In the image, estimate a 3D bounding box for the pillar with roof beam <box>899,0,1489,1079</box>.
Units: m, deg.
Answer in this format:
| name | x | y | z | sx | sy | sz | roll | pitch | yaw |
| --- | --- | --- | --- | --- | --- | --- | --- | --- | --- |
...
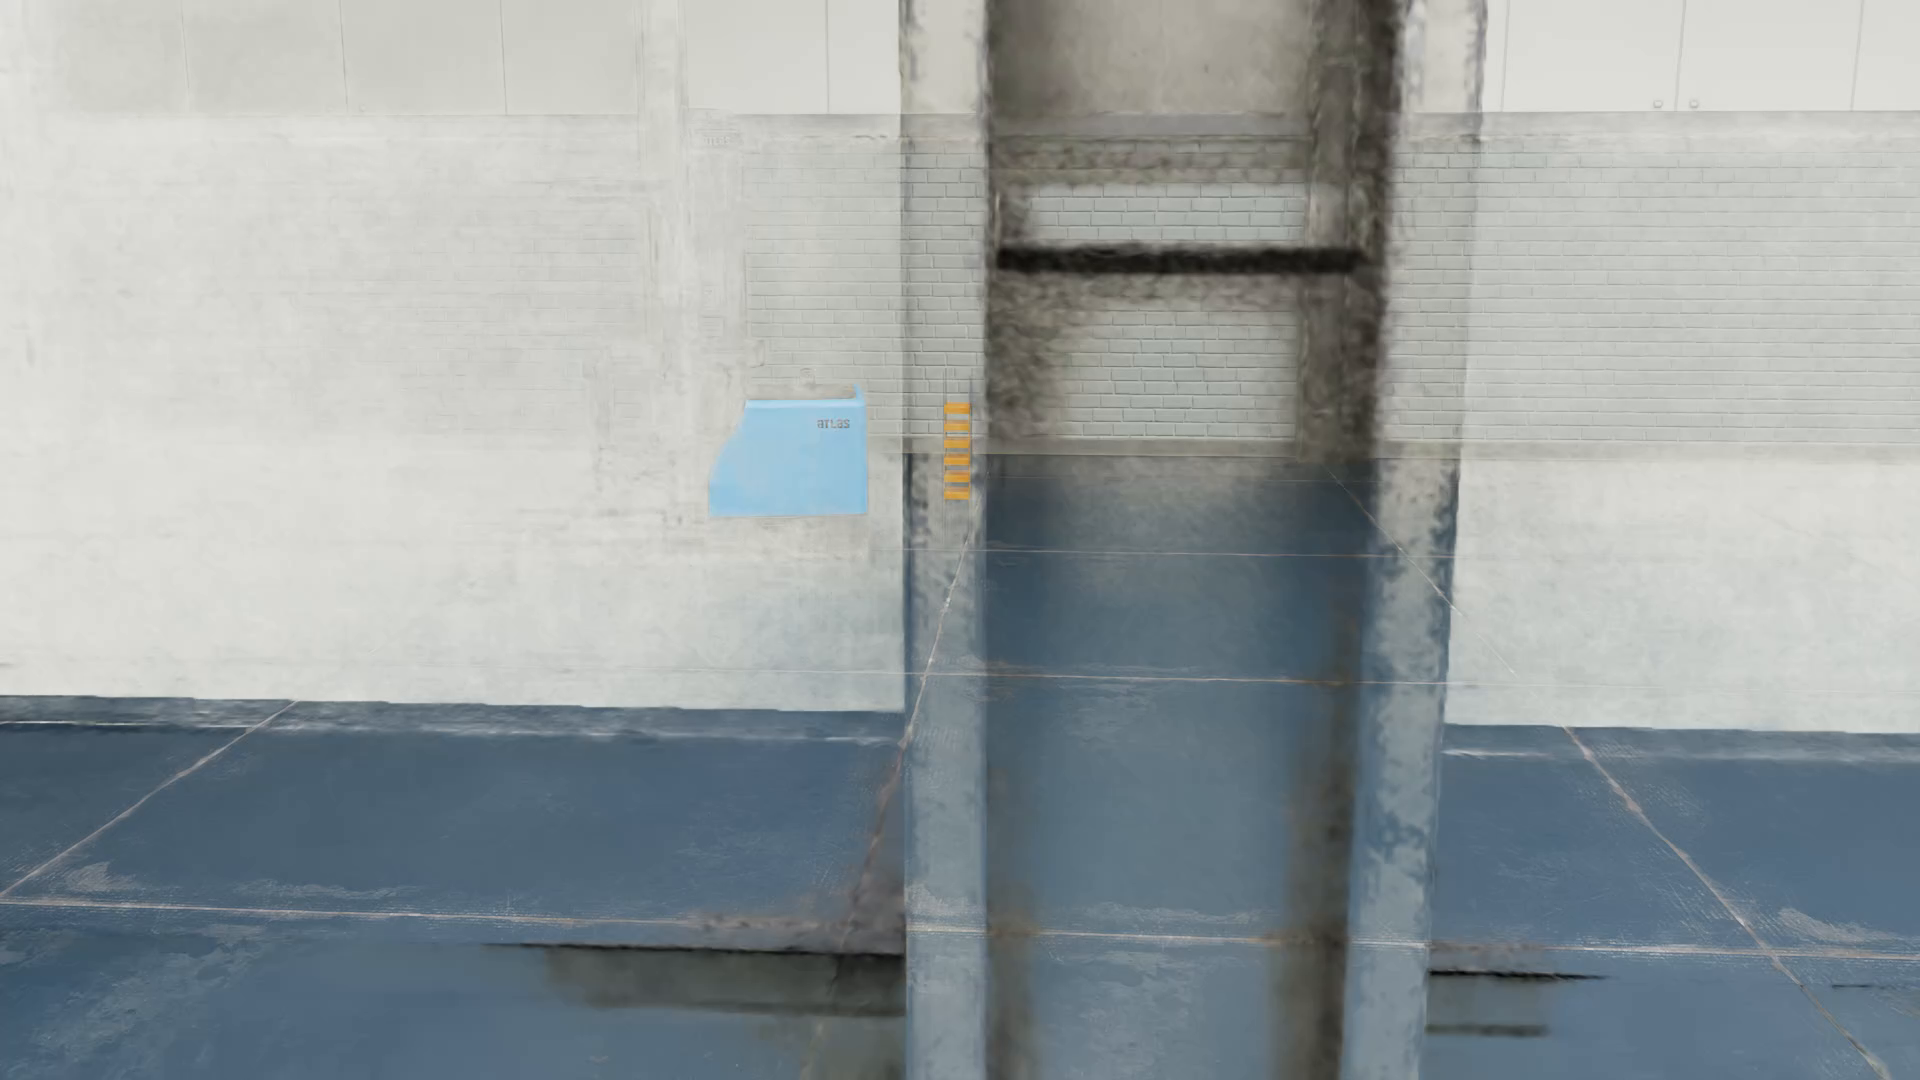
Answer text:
| name | x | y | z | sx | sy | sz | roll | pitch | yaw |
| --- | --- | --- | --- | --- | --- | --- | --- | --- | --- |
| pillar with roof beam | 3.013 | -4.268 | 10.191 | 0.400 | 9.000 | 9.100 | 1 | 12 | 4 |
